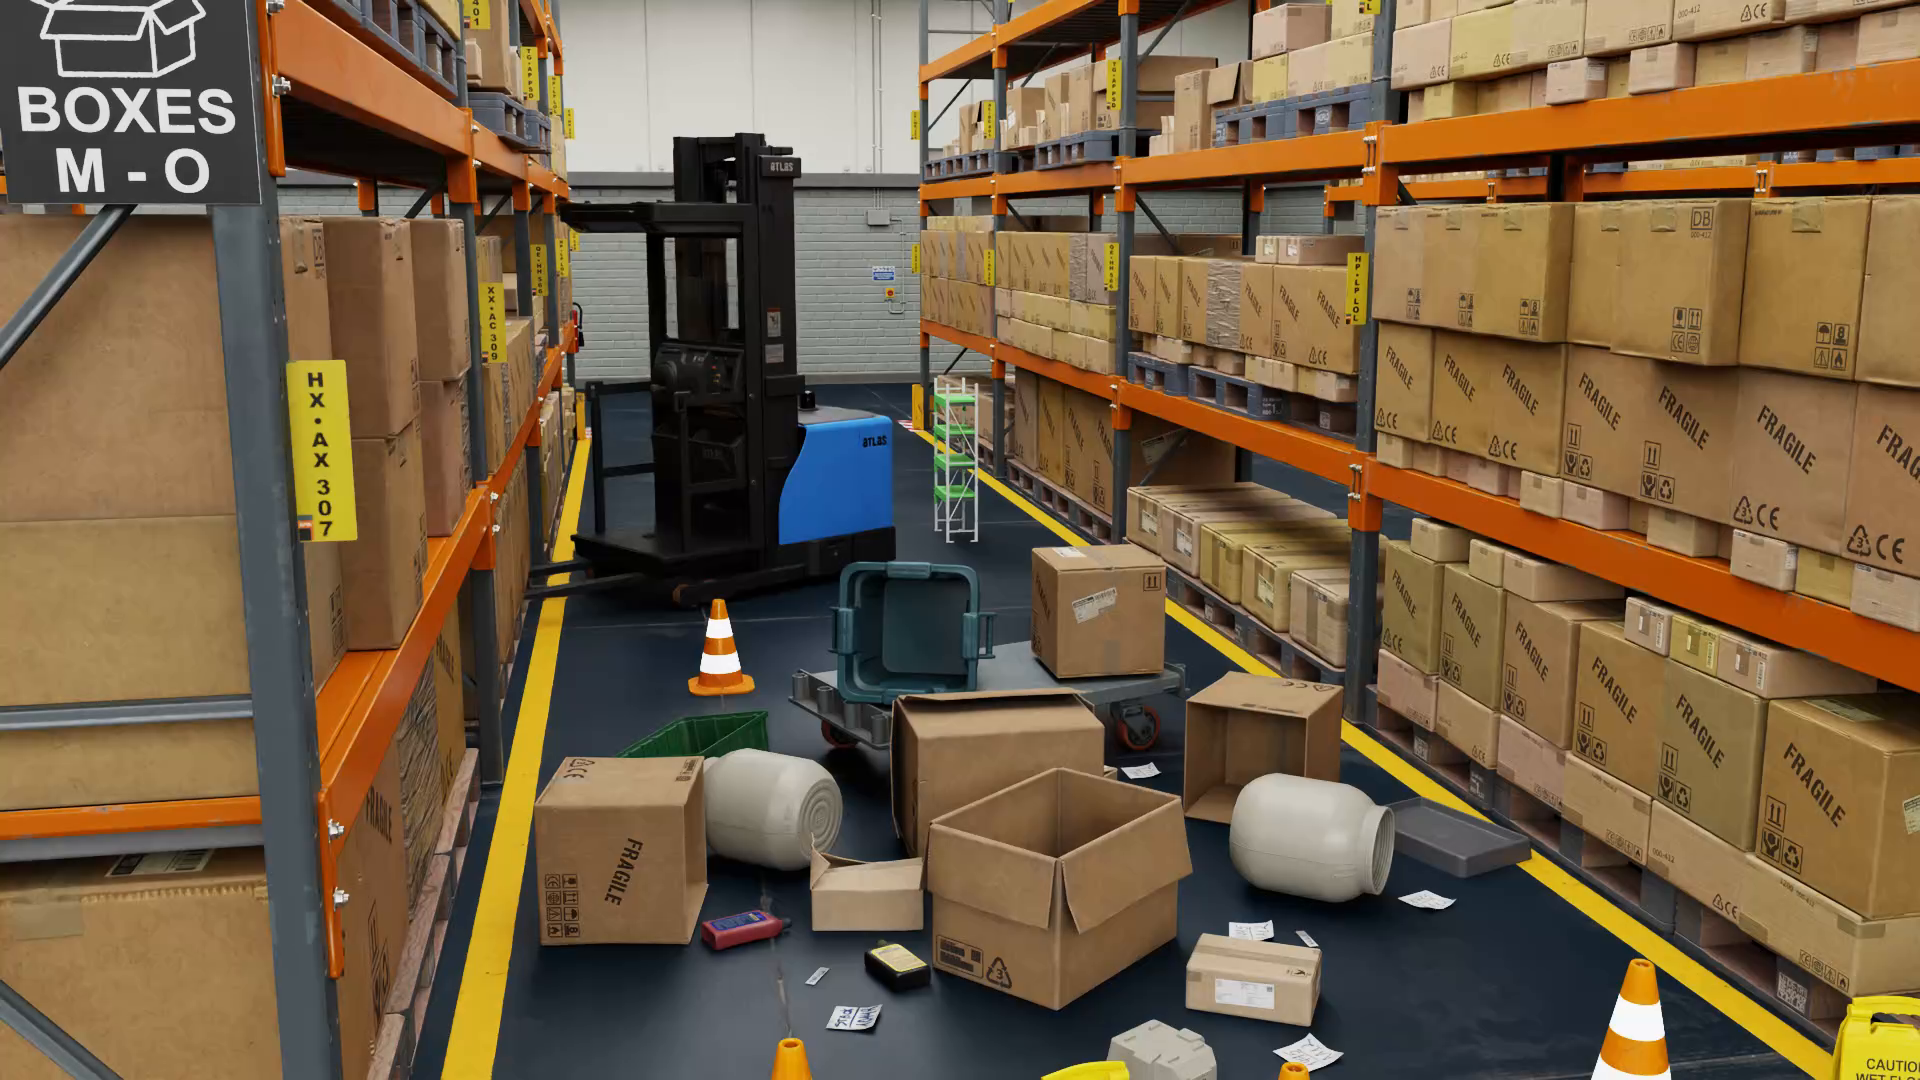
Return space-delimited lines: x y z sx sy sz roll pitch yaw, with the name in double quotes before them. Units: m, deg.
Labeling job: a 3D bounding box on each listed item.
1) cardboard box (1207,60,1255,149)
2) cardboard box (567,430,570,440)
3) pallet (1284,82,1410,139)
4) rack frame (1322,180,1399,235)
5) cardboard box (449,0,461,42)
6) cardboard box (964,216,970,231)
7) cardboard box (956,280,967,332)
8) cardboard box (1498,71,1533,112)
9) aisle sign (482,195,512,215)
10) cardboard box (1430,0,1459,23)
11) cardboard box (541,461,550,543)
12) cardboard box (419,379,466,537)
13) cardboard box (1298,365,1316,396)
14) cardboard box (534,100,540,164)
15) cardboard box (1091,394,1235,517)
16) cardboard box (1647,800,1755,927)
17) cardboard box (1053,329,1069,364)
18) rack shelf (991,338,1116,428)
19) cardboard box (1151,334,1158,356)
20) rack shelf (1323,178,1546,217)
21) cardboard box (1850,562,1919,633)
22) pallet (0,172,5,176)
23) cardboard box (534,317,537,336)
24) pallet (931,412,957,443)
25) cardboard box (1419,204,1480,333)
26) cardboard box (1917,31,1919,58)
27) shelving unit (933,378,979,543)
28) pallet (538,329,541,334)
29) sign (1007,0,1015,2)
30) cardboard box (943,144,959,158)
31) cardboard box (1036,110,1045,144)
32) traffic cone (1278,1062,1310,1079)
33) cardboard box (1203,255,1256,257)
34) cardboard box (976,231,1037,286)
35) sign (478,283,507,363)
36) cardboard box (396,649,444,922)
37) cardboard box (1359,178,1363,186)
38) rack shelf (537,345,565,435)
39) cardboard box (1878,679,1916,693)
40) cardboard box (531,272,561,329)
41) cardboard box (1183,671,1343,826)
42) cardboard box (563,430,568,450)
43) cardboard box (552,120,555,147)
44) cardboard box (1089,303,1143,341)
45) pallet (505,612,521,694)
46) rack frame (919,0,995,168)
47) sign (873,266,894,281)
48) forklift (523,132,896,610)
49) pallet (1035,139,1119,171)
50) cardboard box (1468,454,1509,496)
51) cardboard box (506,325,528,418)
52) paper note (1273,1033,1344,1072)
"cardboard box" 1.916 -2.587 9.965 0.797 0.503 0.637 -2 11 -11
"cardboard box" -4.172 -1.091 16.909 0.380 0.149 0.250 -2 11 -10
"pallet" 2.354 -2.106 8.217 1.213 0.211 1.003 -2 11 -11
"rack frame" 4.904 -2.989 20.380 1.000 3.000 0.127 -2 11 -11
"cardboard box" -2.082 -1.959 6.226 0.380 0.149 0.250 -2 11 -11
"cardboard box" 0.255 -3.215 16.890 0.380 0.149 0.250 -2 11 -12
"cardboard box" 0.255 -2.385 16.939 0.500 0.500 0.500 -2 11 -12
"cardboard box" 2.352 -1.753 6.531 0.380 0.149 0.250 -2 11 -9
"aisle sign" -5.109 -3.889 18.155 0.394 0.787 0.004 -2 11 -11
"cardboard box" 2.190 -2.233 6.923 0.380 0.149 0.250 -2 11 -9
"cardboard box" -3.132 -0.260 11.601 0.500 0.500 0.500 -3 11 -13
"cardboard box" -2.254 -0.315 5.929 0.875 0.550 0.550 -2 11 -11
"cardboard box" 1.965 -0.824 8.550 0.380 0.149 0.250 -2 11 -13
"cardboard box" -3.301 -2.962 11.949 0.500 0.500 0.500 -2 11 -11
"cardboard box" 1.539 -0.633 12.560 0.875 0.875 0.875 -2 11 -12
"cardboard box" 2.633 1.037 5.457 0.500 0.250 0.500 -2 11 -11
"cardboard box" 1.042 -1.537 13.149 0.500 0.250 0.500 -2 11 -12
"rack shelf" 1.203 -1.354 13.714 1.077 0.370 4.000 -2 11 -11
"cardboard box" 1.494 -1.304 11.076 0.380 0.149 0.250 -3 11 -15
"rack shelf" 5.293 -3.743 18.240 1.077 0.370 4.000 -2 11 -11
"cardboard box" 2.707 0.146 4.576 0.380 0.149 0.250 -2 11 -12
"pallet" -9.531 -3.742 16.550 1.003 0.211 1.213 -2 11 -11
"cardboard box" -3.494 -1.654 12.915 0.380 0.149 0.250 -2 11 -9
"pallet" 0.268 -1.294 18.933 1.003 0.211 1.213 -2 11 -11
"cardboard box" 2.320 -1.111 6.773 0.700 0.500 0.500 -2 11 -11
"cardboard box" 2.723 -1.324 4.277 0.380 0.149 0.250 -2 11 -11
"shelving unit" -0.032 -0.620 12.744 0.258 1.200 0.503 -2 11 -11
"pallet" -4.016 -1.636 13.784 1.003 0.211 1.213 -2 11 -11
"sign" 0.571 -6.270 18.862 0.100 0.325 0.005 -2 11 -11
"cardboard box" 0.022 -4.206 18.030 0.380 0.149 0.250 -2 11 -9
"cardboard box" 0.826 -3.341 13.439 0.396 0.266 0.258 -1 11 -6
"traffic cone" 0.776 1.443 3.876 0.336 0.463 0.334 -2 11 -11
"cardboard box" 1.953 -1.669 11.258 0.500 0.500 0.500 -2 11 -13
"cardboard box" 0.451 -2.691 15.873 0.500 0.500 0.500 -2 11 -11
"sign" -1.922 -0.893 6.841 0.100 0.325 0.005 -2 11 -11
"cardboard box" -2.234 0.712 5.494 0.875 0.875 0.875 -2 11 -11
"cardboard box" 4.795 -4.128 19.014 0.380 0.149 0.250 -2 11 -10
"rack shelf" -3.633 -1.156 12.671 1.077 0.370 4.000 -2 11 -11
"cardboard box" 3.151 0.644 5.514 0.500 0.500 0.500 -3 11 -13
"cardboard box" -3.871 -2.171 15.019 0.500 0.500 0.500 -2 11 -12
"cardboard box" 1.243 0.865 6.806 0.500 0.500 0.500 6 12 28
"cardboard box" -3.779 -0.906 15.141 0.380 0.149 0.250 -2 11 -8
"cardboard box" -3.973 -3.710 15.208 0.500 0.250 0.500 -2 11 -11
"cardboard box" 1.248 -1.592 12.105 0.500 0.250 0.500 -2 11 -11
"pallet" -2.931 0.598 8.990 1.003 0.211 1.213 -2 11 -11
"rack frame" 0.036 -5.755 18.867 1.000 3.000 0.127 -2 11 -11
"sign" -1.143 -3.984 24.882 0.327 0.218 0.001 -2 11 -11
"forklift" -1.857 -1.110 10.691 3.031 2.935 1.130 -10 15 -43
"pallet" 1.194 -3.043 13.144 1.003 0.211 1.213 -2 11 -8
"cardboard box" 2.312 -0.276 6.795 0.380 0.149 0.250 -2 11 -9
"cardboard box" -2.700 -0.935 9.321 0.500 0.500 0.500 -2 11 -12
"paper note" 1.011 1.484 4.819 0.148 0.019 0.142 -6 13 -31
